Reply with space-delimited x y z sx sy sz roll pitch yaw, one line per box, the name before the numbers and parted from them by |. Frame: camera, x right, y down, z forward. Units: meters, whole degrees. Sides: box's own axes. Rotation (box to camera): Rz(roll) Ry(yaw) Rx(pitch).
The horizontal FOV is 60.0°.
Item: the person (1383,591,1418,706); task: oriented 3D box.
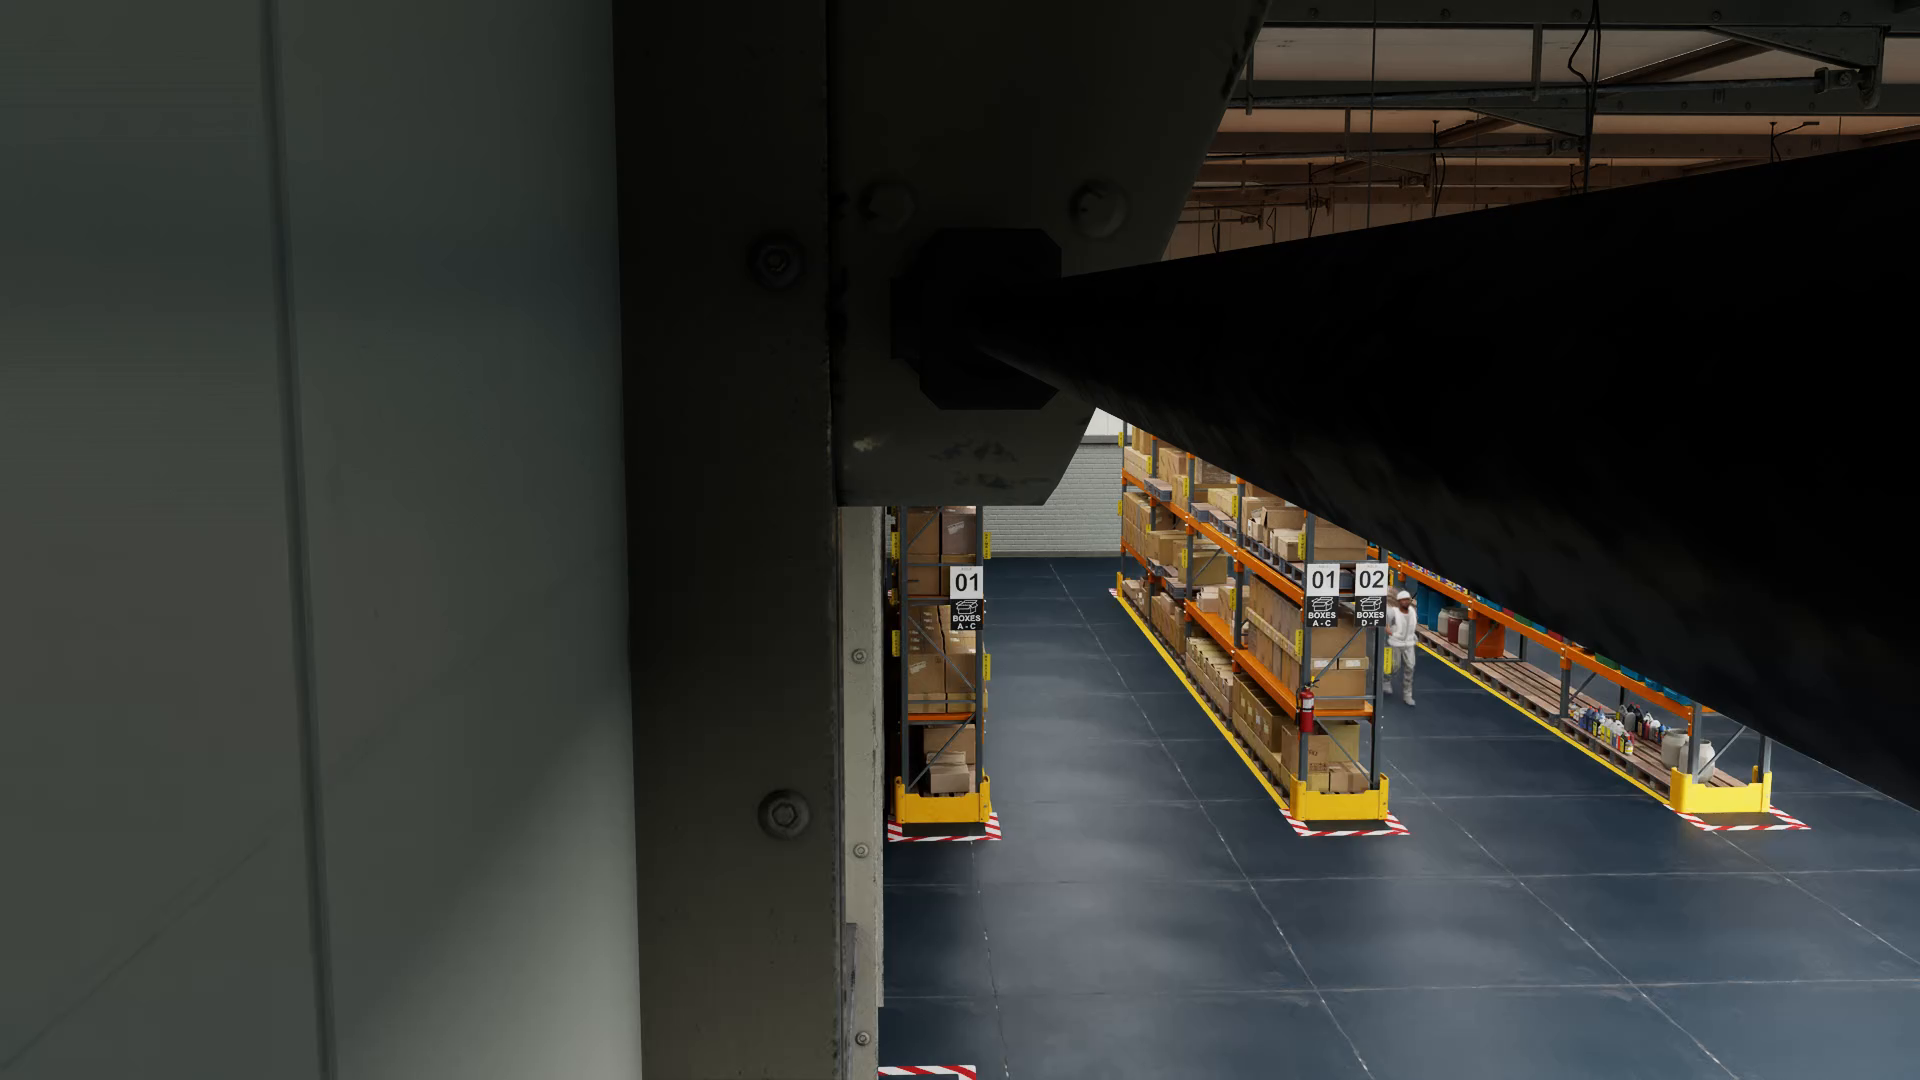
person | 7.079 1.697 26.750 0.677 1.786 0.922 -2 8 -11
